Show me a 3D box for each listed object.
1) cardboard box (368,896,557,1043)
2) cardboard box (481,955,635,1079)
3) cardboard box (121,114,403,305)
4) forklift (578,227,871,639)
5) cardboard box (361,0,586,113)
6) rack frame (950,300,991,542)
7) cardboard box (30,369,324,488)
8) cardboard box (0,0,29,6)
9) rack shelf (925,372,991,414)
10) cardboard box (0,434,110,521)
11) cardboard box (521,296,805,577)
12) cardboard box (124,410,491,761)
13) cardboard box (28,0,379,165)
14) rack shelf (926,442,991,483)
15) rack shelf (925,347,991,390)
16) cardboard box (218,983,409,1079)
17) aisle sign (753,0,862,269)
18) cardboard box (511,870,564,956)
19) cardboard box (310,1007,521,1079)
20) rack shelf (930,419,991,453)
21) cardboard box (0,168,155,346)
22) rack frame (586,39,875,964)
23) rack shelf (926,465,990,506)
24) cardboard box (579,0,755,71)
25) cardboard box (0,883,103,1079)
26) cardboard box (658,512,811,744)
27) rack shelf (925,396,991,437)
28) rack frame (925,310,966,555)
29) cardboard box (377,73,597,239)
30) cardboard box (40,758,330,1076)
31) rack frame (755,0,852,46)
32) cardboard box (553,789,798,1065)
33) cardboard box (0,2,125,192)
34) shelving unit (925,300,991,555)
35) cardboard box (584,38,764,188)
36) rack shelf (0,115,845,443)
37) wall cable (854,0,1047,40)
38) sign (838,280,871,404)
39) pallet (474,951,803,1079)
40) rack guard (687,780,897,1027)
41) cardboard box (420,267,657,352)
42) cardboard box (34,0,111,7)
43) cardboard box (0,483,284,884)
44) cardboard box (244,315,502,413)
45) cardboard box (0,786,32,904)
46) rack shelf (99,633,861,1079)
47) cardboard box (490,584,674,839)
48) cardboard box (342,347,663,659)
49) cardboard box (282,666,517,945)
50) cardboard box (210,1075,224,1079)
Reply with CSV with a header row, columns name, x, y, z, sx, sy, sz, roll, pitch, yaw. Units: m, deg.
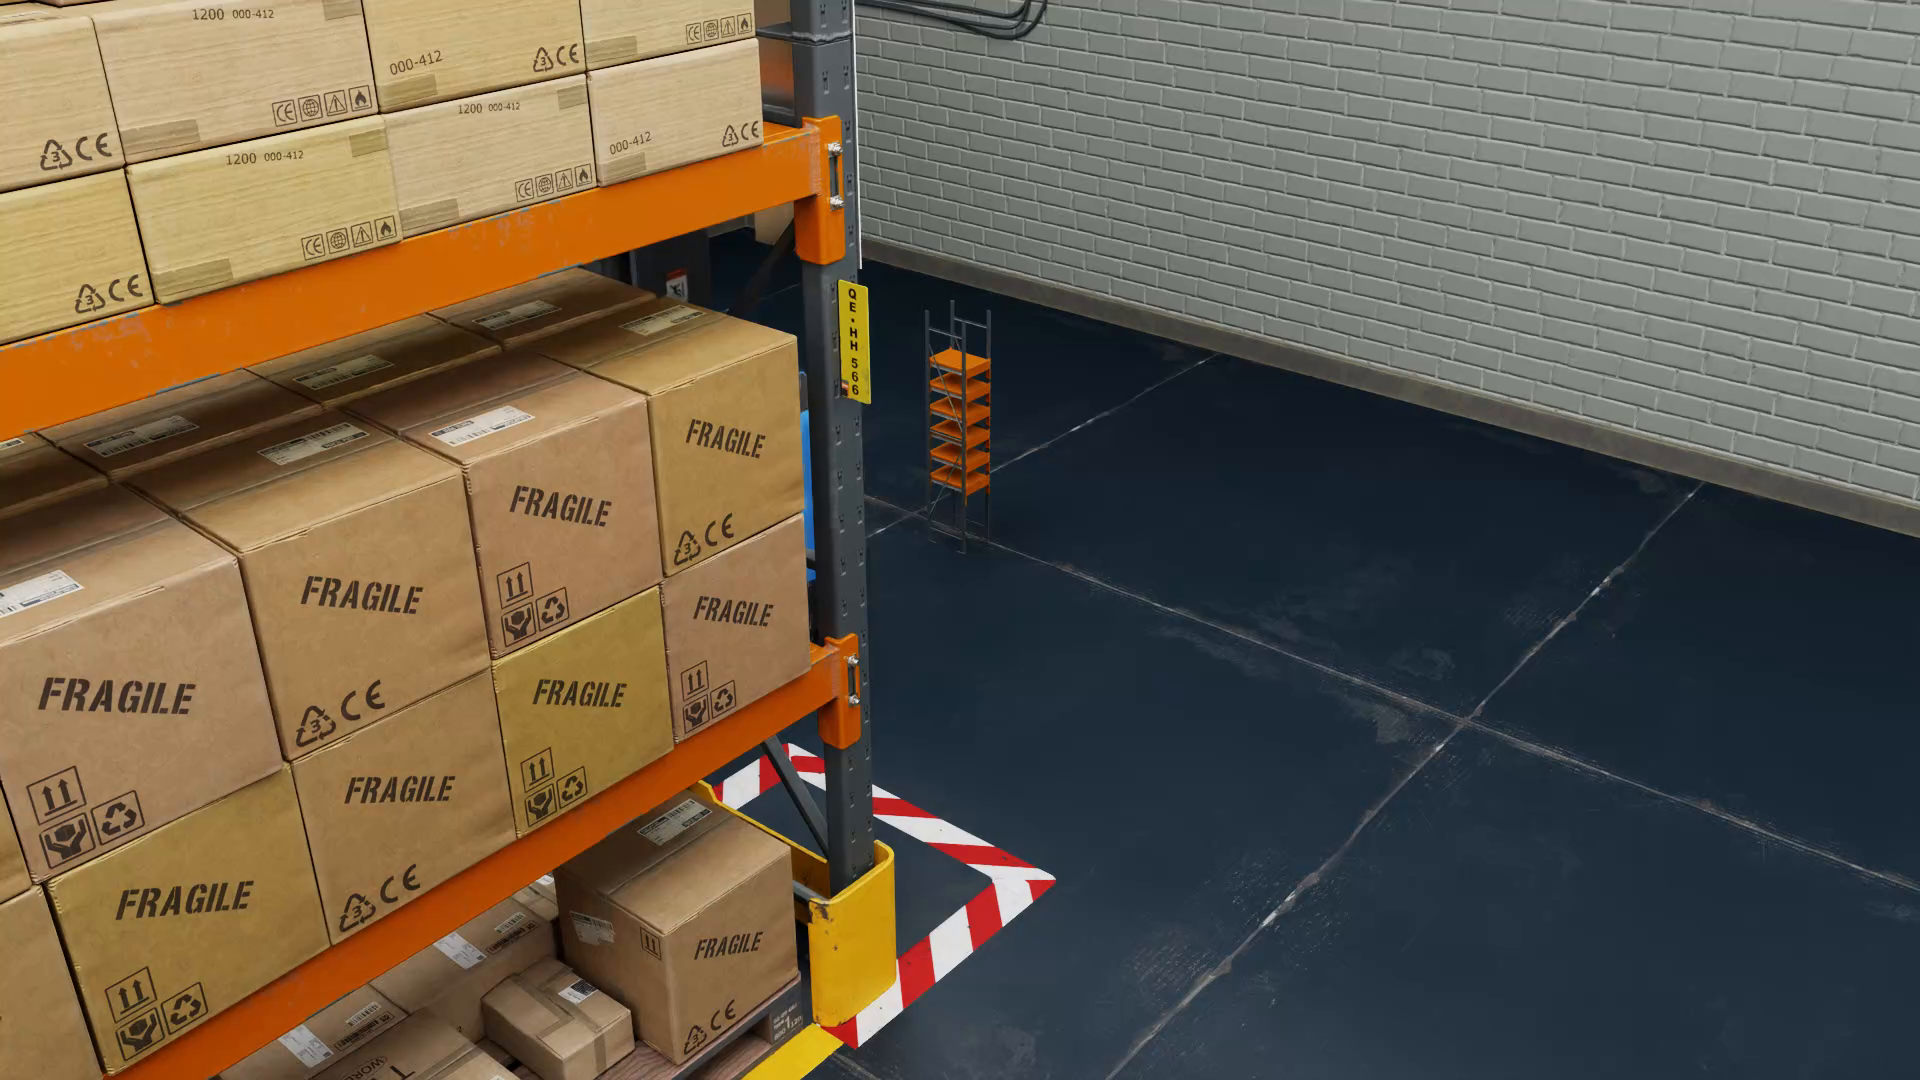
name,x,y,z,sx,sy,sz,roll,pitch,yaw
cardboard box,-1.576,1.278,5.029,0.500,0.250,0.500,21,34,34
cardboard box,-1.176,1.410,4.865,0.380,0.166,0.250,21,34,34
cardboard box,-1.451,-0.686,3.211,0.500,0.250,0.500,21,34,34
forklift,-1.704,-0.599,6.218,1.130,2.935,3.031,19,33,33
cardboard box,-1.141,-1.089,3.445,0.500,0.250,0.500,21,34,34
rack frame,0.049,-0.560,8.027,0.240,1.200,0.006,21,34,34
cardboard box,-1.828,-0.080,3.943,0.500,0.500,0.500,21,34,35
cardboard box,-2.017,-1.158,2.762,0.700,0.500,0.500,21,34,34
rack shelf,-0.009,-0.701,7.875,0.258,0.103,0.180,21,34,34
cardboard box,-2.150,0.101,3.594,0.500,0.500,0.500,20,34,34
cardboard box,-0.764,-0.285,4.340,0.500,0.500,0.500,20,34,34
cardboard box,-1.411,0.079,3.635,0.500,0.500,0.500,22,34,36
cardboard box,-1.462,-0.913,3.104,0.500,0.250,0.500,21,34,34
rack shelf,-0.009,-0.382,8.040,0.258,0.103,0.180,21,34,34
rack shelf,-0.009,-0.808,7.819,0.258,0.103,0.180,21,34,34
cardboard box,-1.894,1.455,4.686,0.500,0.250,0.500,21,34,34
aisle sign,-0.414,-1.124,4.330,0.394,0.787,0.004,21,34,34
cardboard box,-1.384,1.165,5.339,0.380,0.166,0.250,21,34,34
cardboard box,-1.477,1.584,4.438,0.500,0.250,0.500,21,34,34
rack shelf,-0.009,-0.488,7.985,0.258,0.103,0.180,21,34,34
cardboard box,-1.782,-0.514,2.877,0.500,0.250,0.500,21,34,34
rack frame,-0.694,-0.035,5.053,1.000,3.000,0.127,21,34,34
rack shelf,-0.009,-0.275,8.095,0.258,0.103,0.180,21,34,34
cardboard box,-0.824,-1.266,3.787,0.500,0.250,0.500,21,34,34
cardboard box,-2.060,0.879,3.178,0.500,0.500,0.500,21,34,34
cardboard box,-0.768,0.159,4.569,0.500,0.500,0.500,22,35,36
rack shelf,-0.009,-0.595,7.930,0.258,0.103,0.180,21,34,34
rack frame,-0.067,-0.495,7.902,0.240,1.200,0.006,21,34,34
cardboard box,-1.143,-0.867,3.561,0.500,0.250,0.500,21,34,34
cardboard box,-1.738,0.698,3.528,0.500,0.500,0.500,20,34,34
rack frame,-0.694,-2.700,3.675,1.000,3.000,0.127,21,34,34
cardboard box,-0.849,1.145,5.015,0.500,0.500,0.500,21,34,34
cardboard box,-1.775,-0.733,2.758,0.500,0.250,0.500,21,34,34
shelving unit,-0.009,-0.528,7.964,0.258,1.200,0.189,21,34,34
cardboard box,-0.817,-1.041,3.897,0.500,0.250,0.500,21,34,34
rack shelf,-1.966,-0.339,3.159,1.077,0.370,4.000,21,34,34
wall cable,-0.645,-4.668,10.859,3.097,2.526,0.112,21,34,34
sign,-0.278,-0.520,4.387,0.100,0.325,0.005,21,34,34
pallet,-1.248,1.514,5.095,1.003,0.211,1.213,21,34,34
rack guard,-0.742,1.102,5.575,1.175,0.500,0.348,21,34,34
cardboard box,-1.179,-0.443,4.645,0.500,0.500,0.500,22,35,36
cardboard box,-1.626,-1.308,3.052,0.700,0.500,0.500,21,34,34
cardboard box,-1.738,0.261,3.283,0.500,0.500,0.500,22,35,36
cardboard box,-1.506,-0.256,4.283,0.500,0.500,0.500,21,34,35
cardboard box,-2.066,0.445,2.929,0.500,0.500,0.500,20,33,33
rack shelf,-1.966,0.994,3.848,1.077,0.370,4.000,21,34,34
cardboard box,-1.096,0.344,4.212,0.500,0.500,0.500,21,34,35
cardboard box,-1.085,-0.106,3.993,0.500,0.500,0.500,22,34,36
cardboard box,-1.417,0.519,3.873,0.500,0.500,0.500,21,34,35
cardboard box,-2.047,1.629,4.075,0.797,0.503,0.637,21,34,34
